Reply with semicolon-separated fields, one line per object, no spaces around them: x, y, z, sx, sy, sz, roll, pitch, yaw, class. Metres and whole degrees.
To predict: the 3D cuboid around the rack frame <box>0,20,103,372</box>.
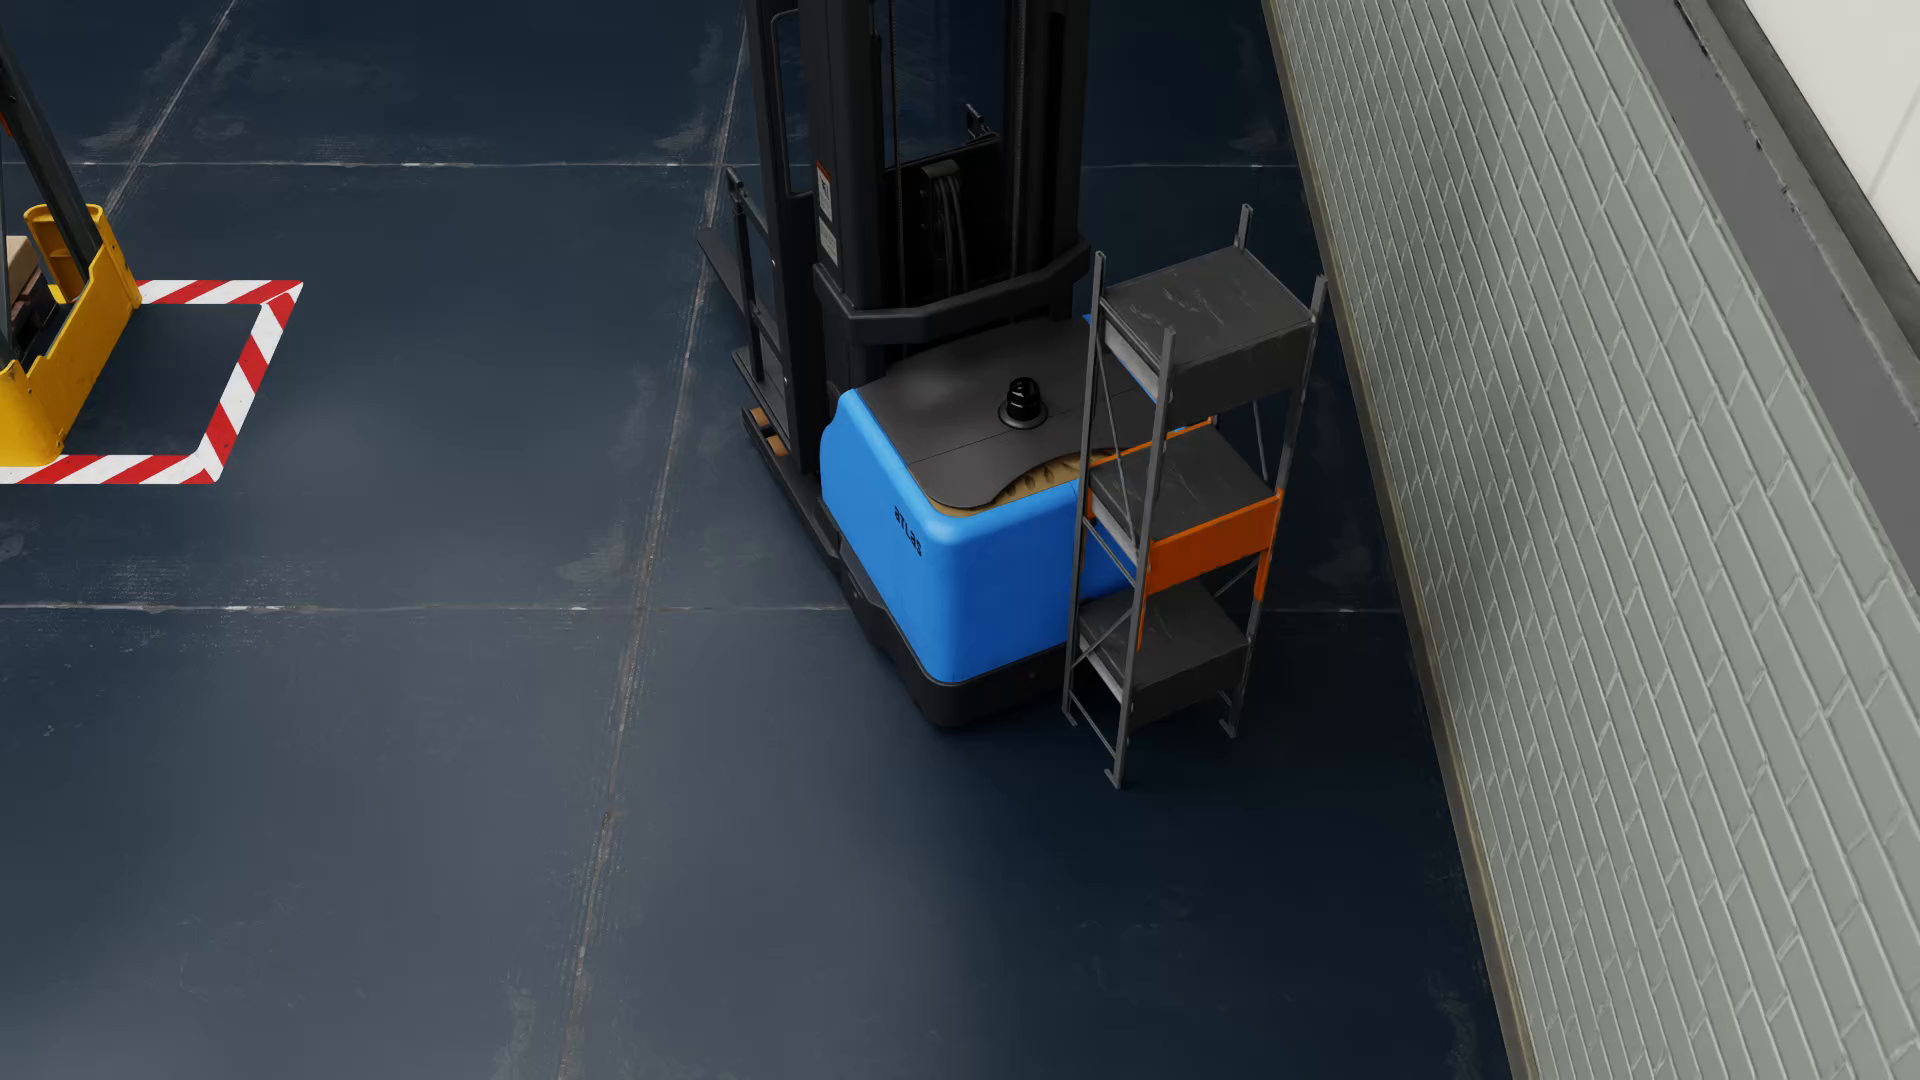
-3.931;-1.761;6.340;0.127;3.000;1.000;0;47;0;rack frame

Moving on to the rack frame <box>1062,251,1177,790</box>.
0.475;0.042;5.276;0.015;2.100;0.400;-21;50;-18;rack frame

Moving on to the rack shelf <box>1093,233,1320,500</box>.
0.692;-0.507;4.850;0.480;0.518;0.431;-21;50;-18;rack shelf

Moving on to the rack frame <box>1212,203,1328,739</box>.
0.909;-0.121;5.428;0.015;2.100;0.400;-21;50;-18;rack frame

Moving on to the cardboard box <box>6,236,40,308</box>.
-4.349;-1.192;7.458;0.250;0.149;0.380;0;47;0;cardboard box

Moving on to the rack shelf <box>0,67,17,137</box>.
-5.931;-1.521;6.608;4.000;0.370;1.077;0;47;0;rack shelf

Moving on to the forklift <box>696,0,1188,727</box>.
-0.273;-1.410;6.060;1.130;2.935;3.031;-20;50;-17;forklift

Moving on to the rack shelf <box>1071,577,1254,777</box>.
0.692;0.447;5.875;0.480;0.518;0.431;-21;50;-18;rack shelf

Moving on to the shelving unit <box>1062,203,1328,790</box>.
0.692;-0.039;5.352;0.503;2.100;0.431;-21;50;-18;shelving unit

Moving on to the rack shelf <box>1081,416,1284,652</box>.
0.692;-0.030;5.362;0.480;0.518;0.431;-21;50;-18;rack shelf

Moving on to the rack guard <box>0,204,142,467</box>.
-4.007;-0.910;7.255;0.348;0.500;1.175;0;47;0;rack guard

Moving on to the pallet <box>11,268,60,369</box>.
-4.805;-0.812;7.362;1.213;0.211;1.003;0;47;0;pallet
